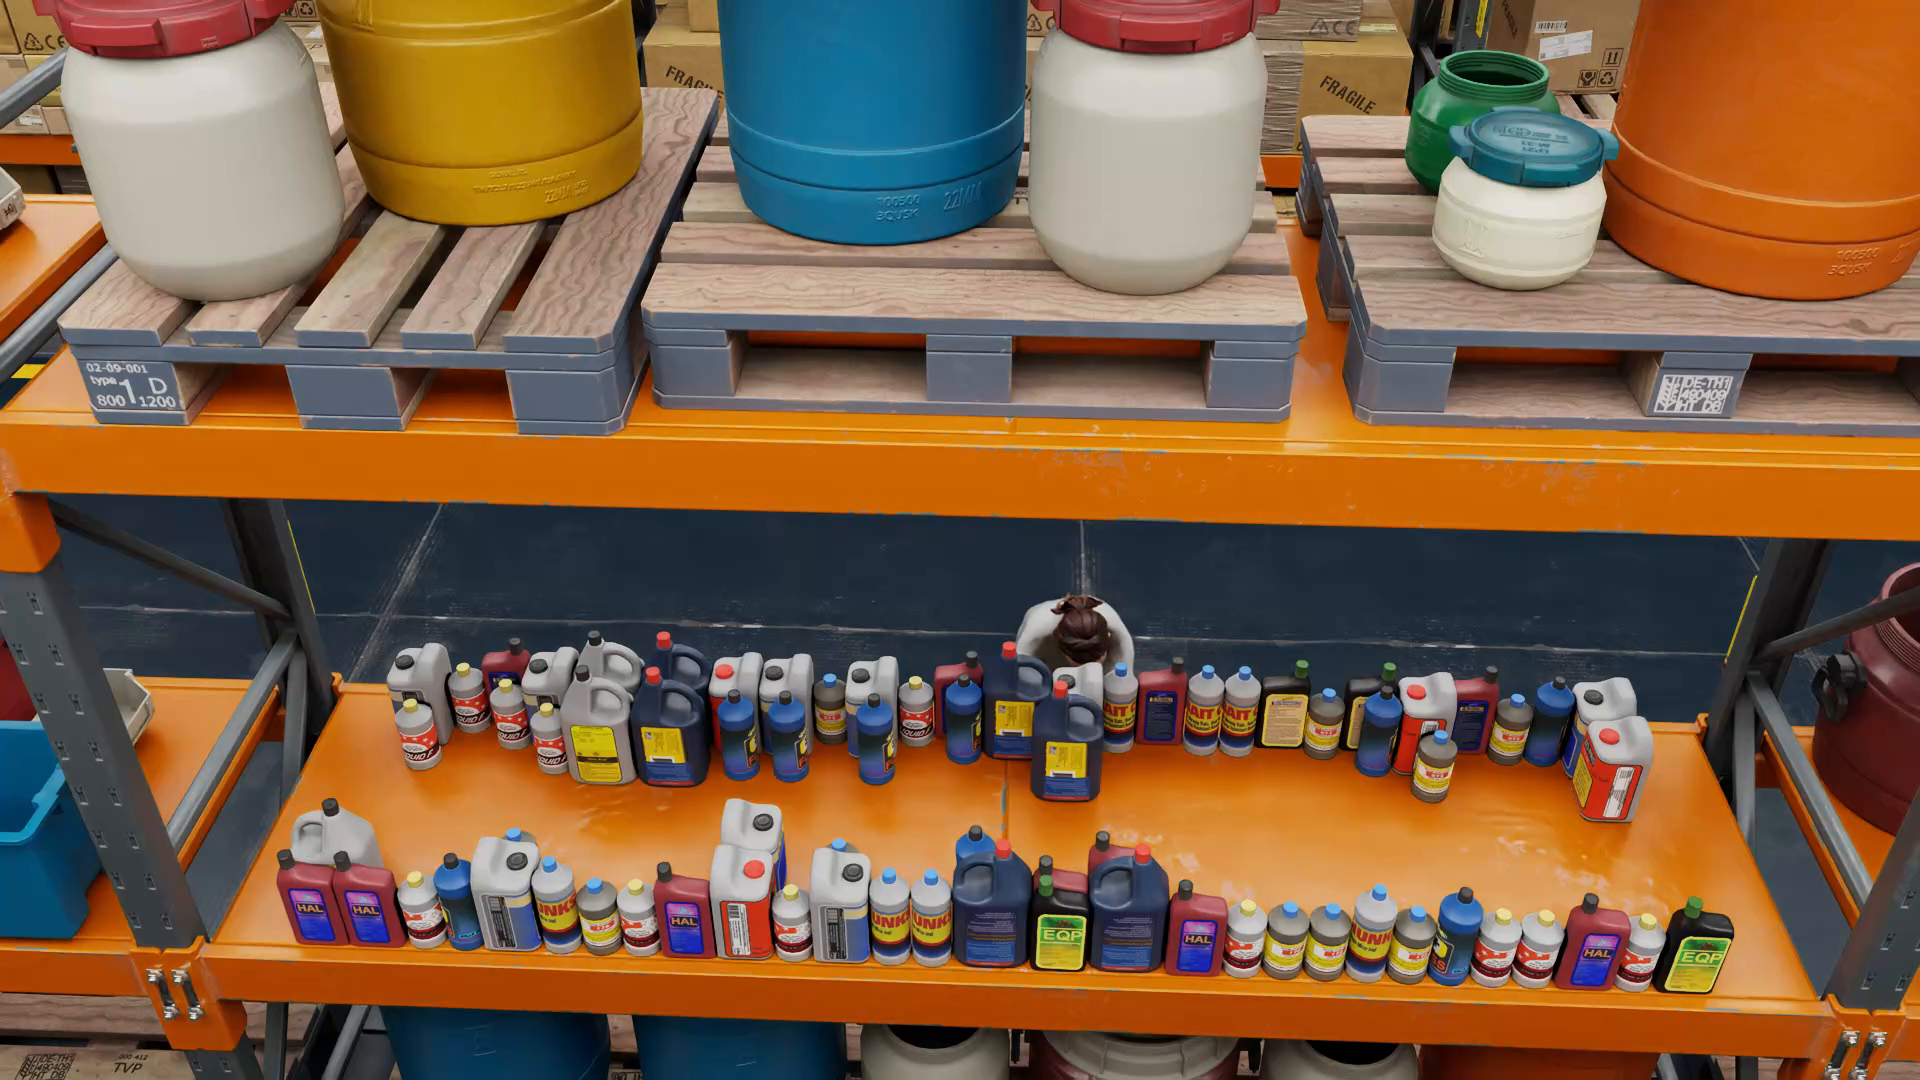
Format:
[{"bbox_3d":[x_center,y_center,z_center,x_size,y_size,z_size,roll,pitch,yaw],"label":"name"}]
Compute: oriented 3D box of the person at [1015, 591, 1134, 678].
[{"bbox_3d":[0.386,0.511,6.078,0.483,0.937,0.798,1,36,2],"label":"person"}]
